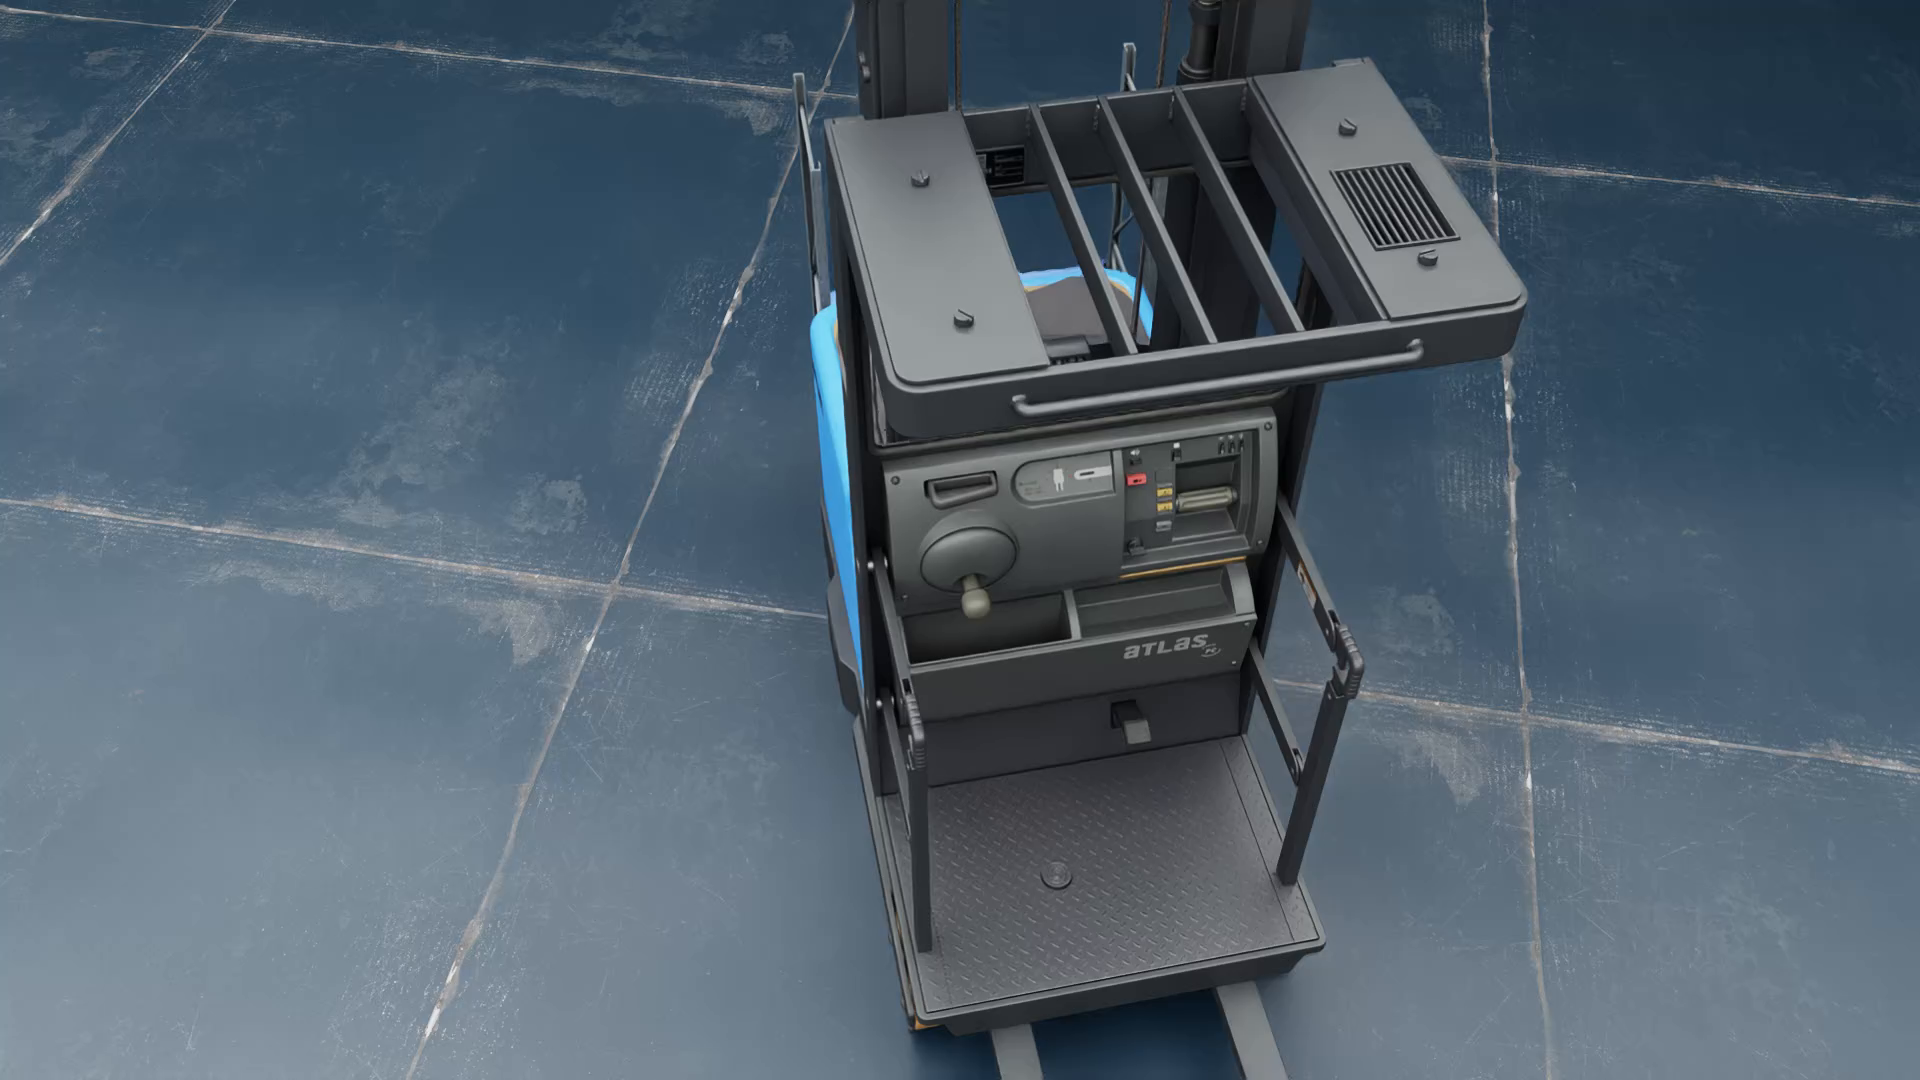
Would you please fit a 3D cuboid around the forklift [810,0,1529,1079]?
[{"bbox_3d":[0.335,0.043,3.741,1.130,2.935,3.031,-9,49,-8],"label":"forklift"}]

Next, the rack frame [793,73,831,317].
[{"bbox_3d":[-0.445,-0.717,5.386,0.032,1.500,0.500,-7,48,-6],"label":"rack frame"}]

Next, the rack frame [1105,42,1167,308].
[{"bbox_3d":[0.558,-0.841,5.498,0.032,1.500,0.500,-7,48,-6],"label":"rack frame"}]

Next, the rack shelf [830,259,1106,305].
[{"bbox_3d":[0.056,-0.659,5.576,1.000,0.185,0.538,-7,48,-6],"label":"rack shelf"}]

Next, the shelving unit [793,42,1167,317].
[{"bbox_3d":[0.056,-0.779,5.442,1.048,1.500,0.538,-7,48,-6],"label":"shelving unit"}]
